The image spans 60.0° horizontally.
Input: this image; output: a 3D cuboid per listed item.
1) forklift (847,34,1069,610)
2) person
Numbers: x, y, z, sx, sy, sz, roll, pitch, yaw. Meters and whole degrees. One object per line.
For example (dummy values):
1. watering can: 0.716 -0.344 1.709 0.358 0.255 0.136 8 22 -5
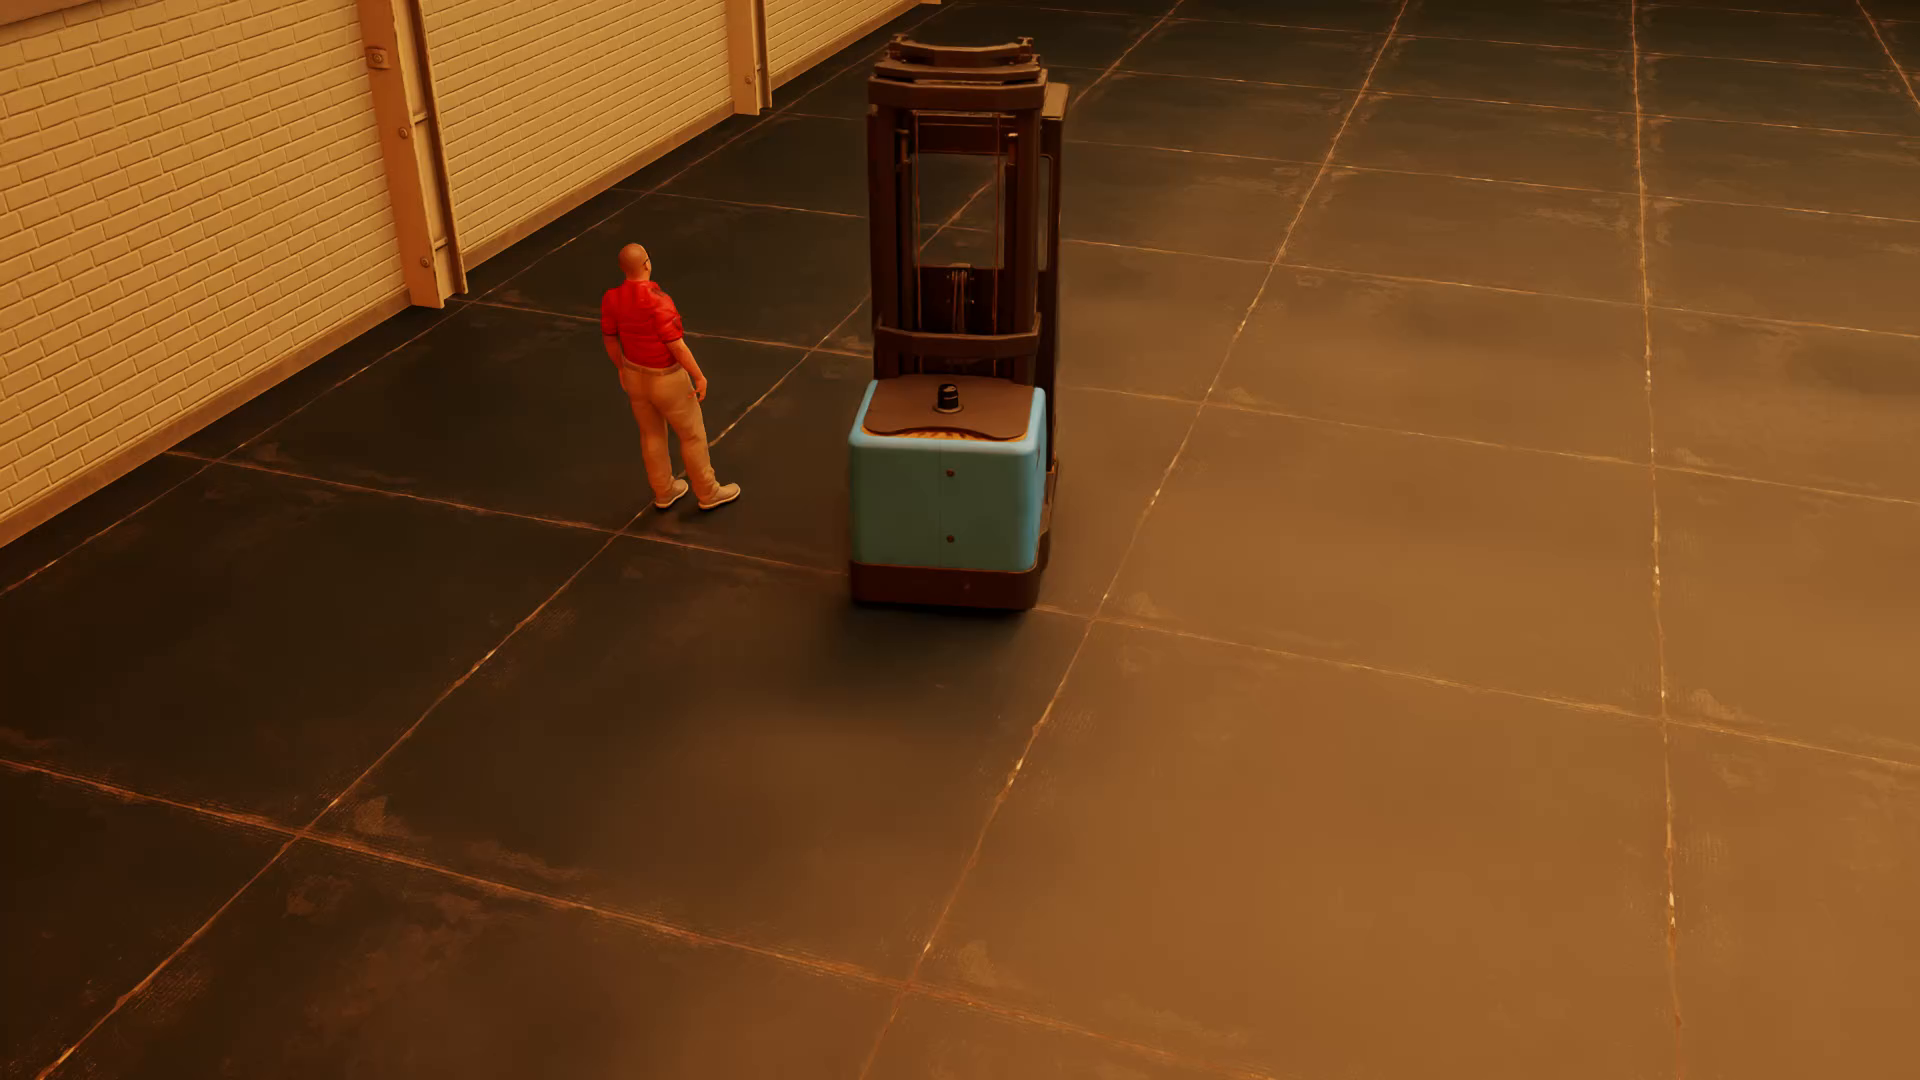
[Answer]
1. forklift: 0.052 -1.590 9.926 1.130 2.935 3.031 3 30 5
2. person: -1.780 -1.003 10.096 0.640 1.727 0.551 14 32 23
